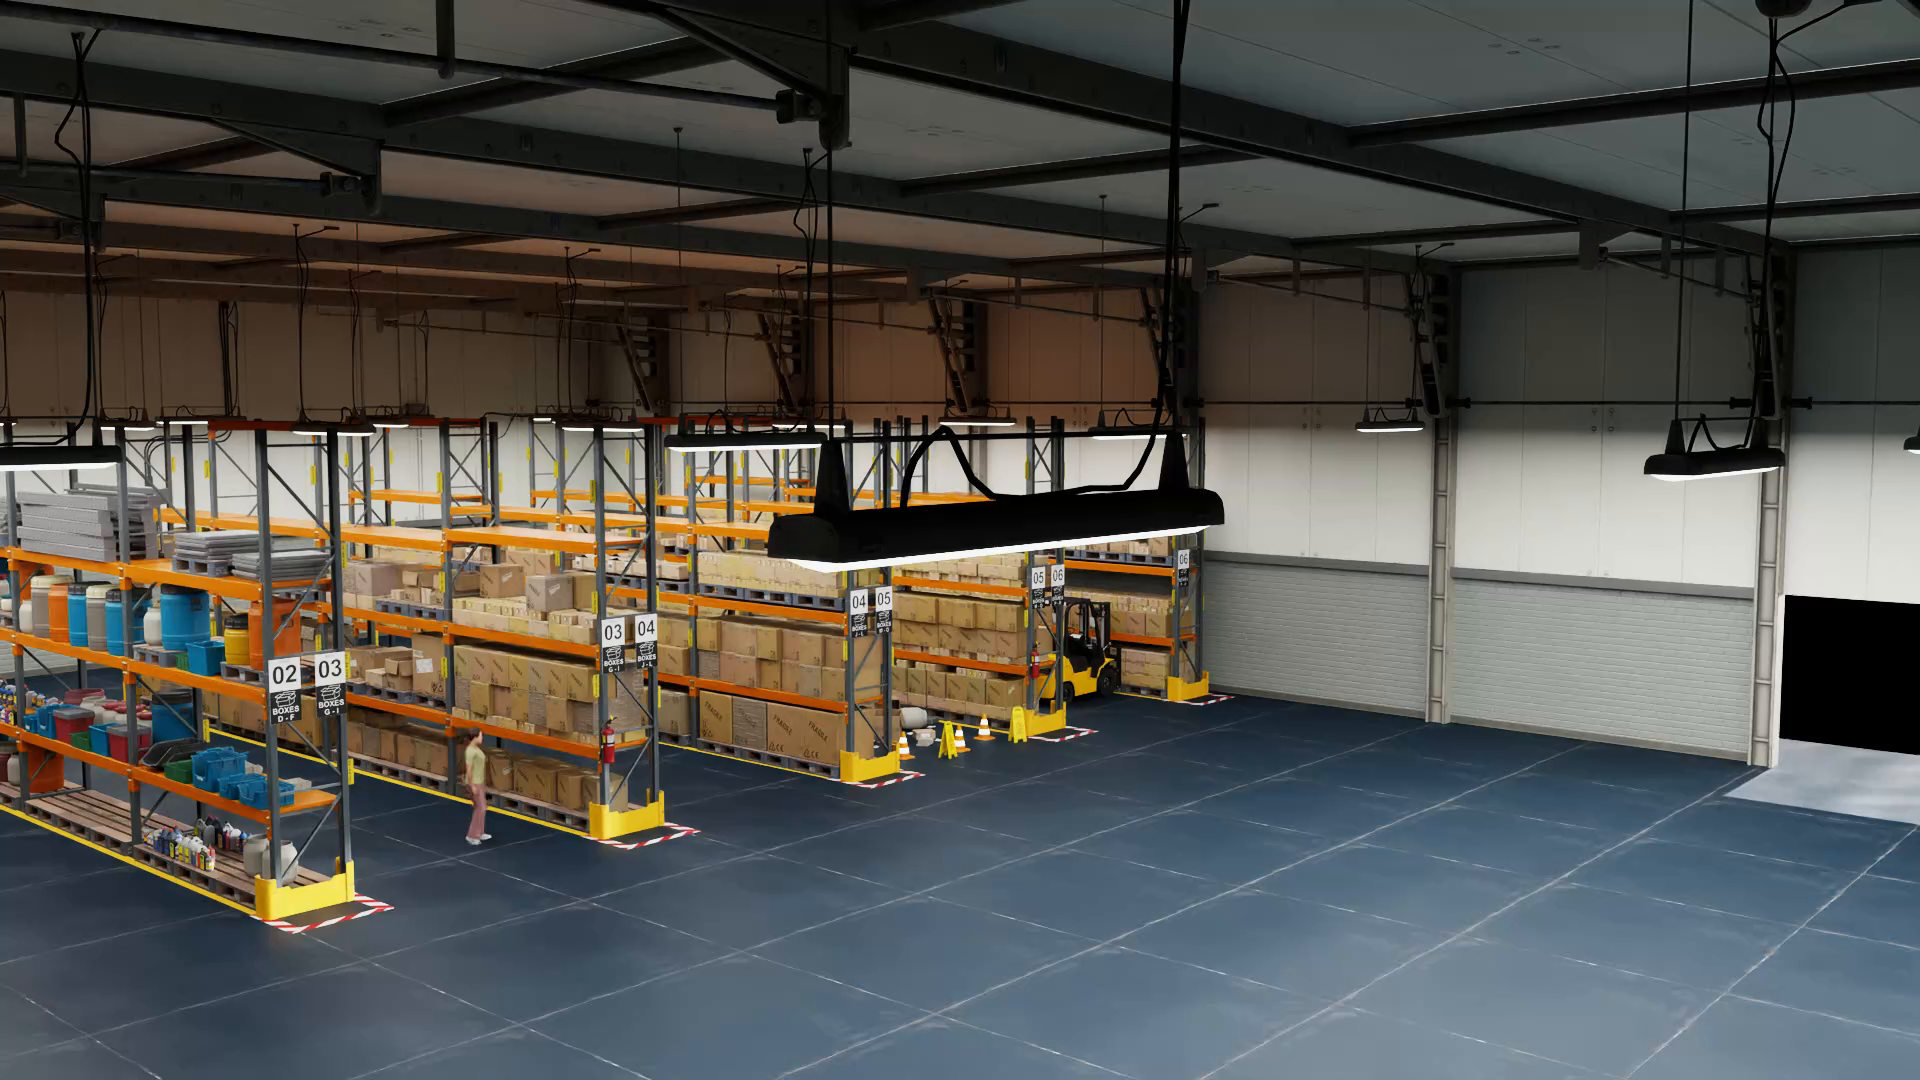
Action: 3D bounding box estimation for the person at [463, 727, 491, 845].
[{"bbox_3d":[-6.975,3.542,23.986,0.376,1.725,0.503,-1,5,-7],"label":"person"}]
